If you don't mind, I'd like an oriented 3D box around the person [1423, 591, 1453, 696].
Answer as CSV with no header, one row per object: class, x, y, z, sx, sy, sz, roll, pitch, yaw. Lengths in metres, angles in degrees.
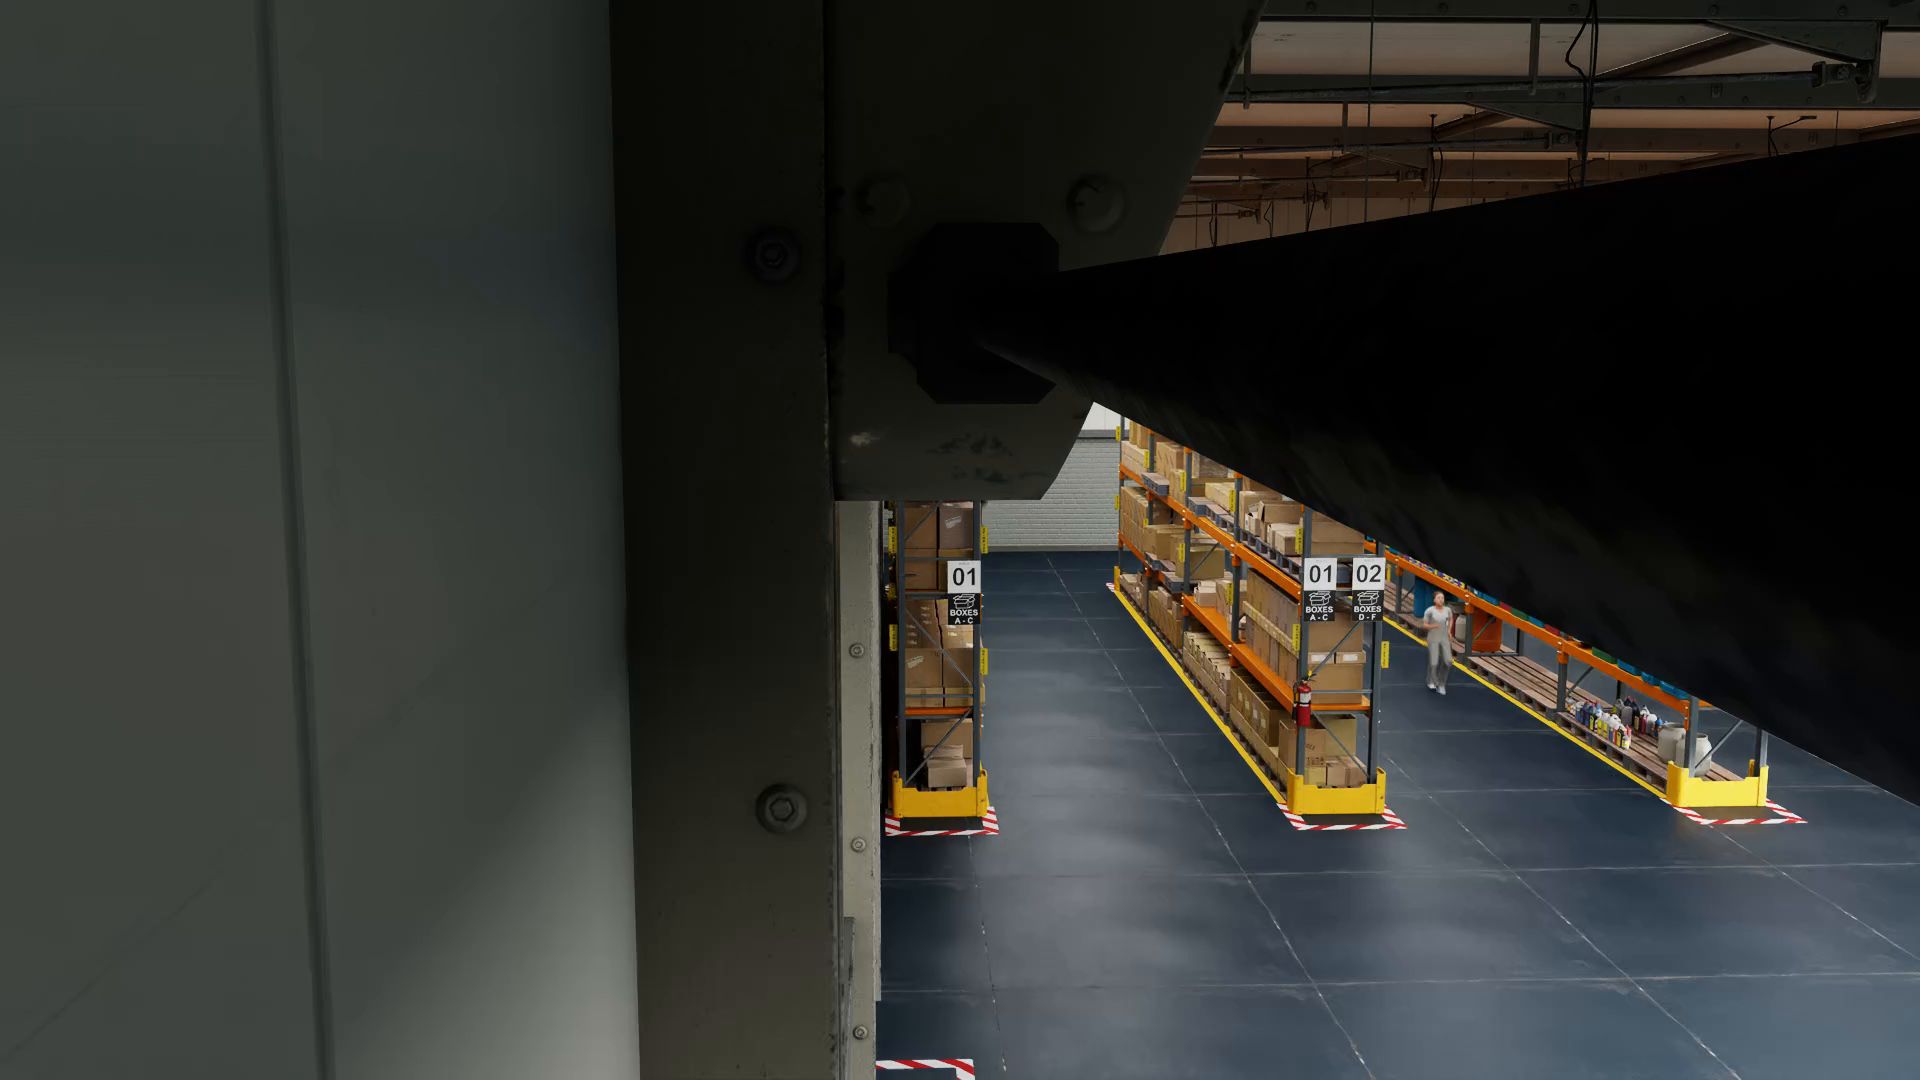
person,7.726,1.661,26.822,0.545,1.695,0.662,0,8,-1
